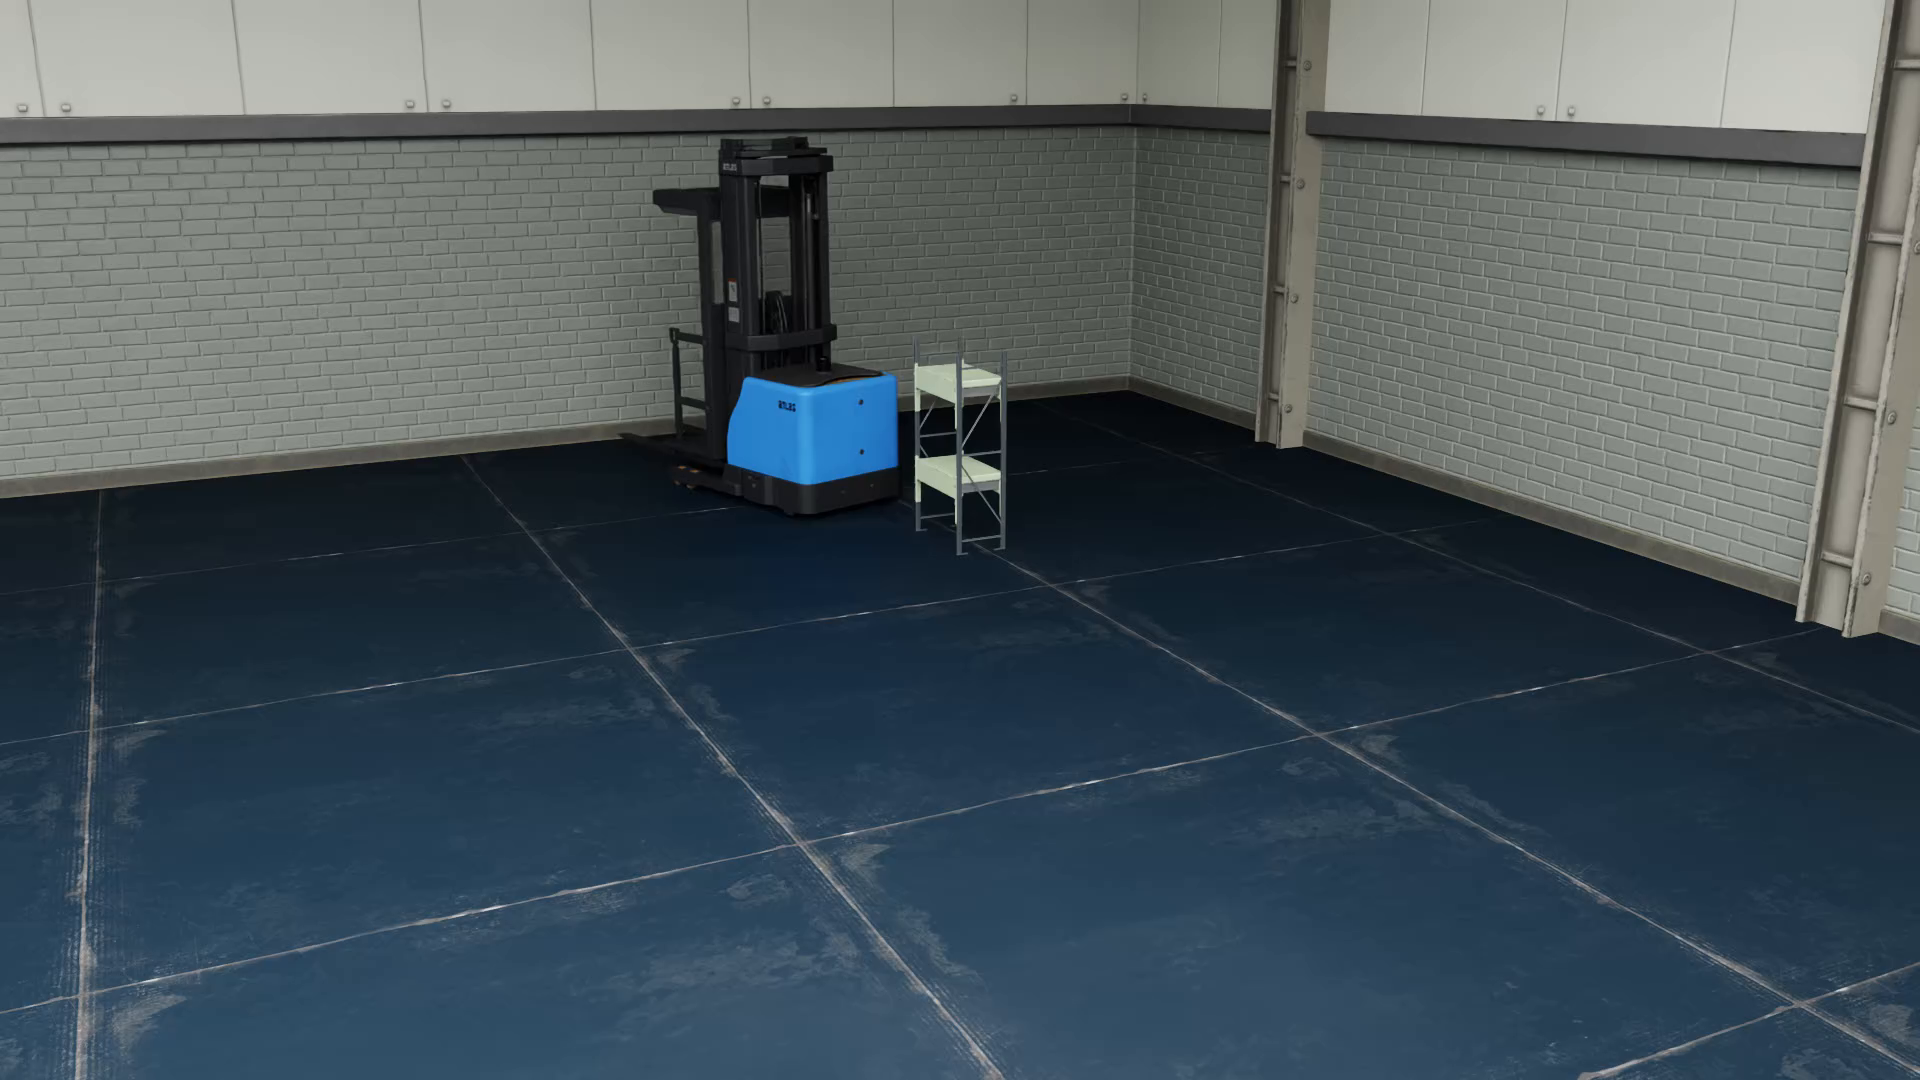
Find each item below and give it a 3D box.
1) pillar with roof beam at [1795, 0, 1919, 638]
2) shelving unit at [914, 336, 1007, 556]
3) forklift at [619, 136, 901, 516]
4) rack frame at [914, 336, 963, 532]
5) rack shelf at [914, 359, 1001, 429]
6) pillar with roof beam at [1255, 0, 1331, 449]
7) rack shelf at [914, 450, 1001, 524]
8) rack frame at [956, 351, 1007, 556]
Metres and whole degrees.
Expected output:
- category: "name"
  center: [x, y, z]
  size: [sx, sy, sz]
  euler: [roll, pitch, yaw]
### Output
- category: "pillar with roof beam"
  center: [1.835, -3.249, 7.759]
  size: [9.100, 9.000, 0.400]
  euler: [-8, 18, -25]
- category: "shelving unit"
  center: [-0.003, -0.723, 12.550]
  size: [0.431, 1.500, 0.755]
  euler: [-8, 18, -25]
- category: "forklift"
  center: [-1.871, -1.932, 14.169]
  size: [1.130, 2.935, 3.031]
  euler: [-15, 22, -41]
- category: "rack frame"
  center: [-0.163, -0.813, 12.866]
  size: [0.400, 1.500, 0.023]
  euler: [-8, 18, -25]
- category: "rack shelf"
  center: [-0.003, -1.098, 12.442]
  size: [0.431, 0.370, 0.720]
  euler: [-8, 18, -25]
- category: "pillar with roof beam"
  center: [-0.794, -4.737, 12.943]
  size: [9.100, 9.000, 0.400]
  euler: [-8, 18, -25]
- category: "rack shelf"
  center: [-0.003, -0.409, 12.639]
  size: [0.431, 0.370, 0.720]
  euler: [-8, 18, -25]
- category: "rack frame"
  center: [0.157, -0.632, 12.233]
  size: [0.400, 1.500, 0.023]
  euler: [-8, 18, -25]
